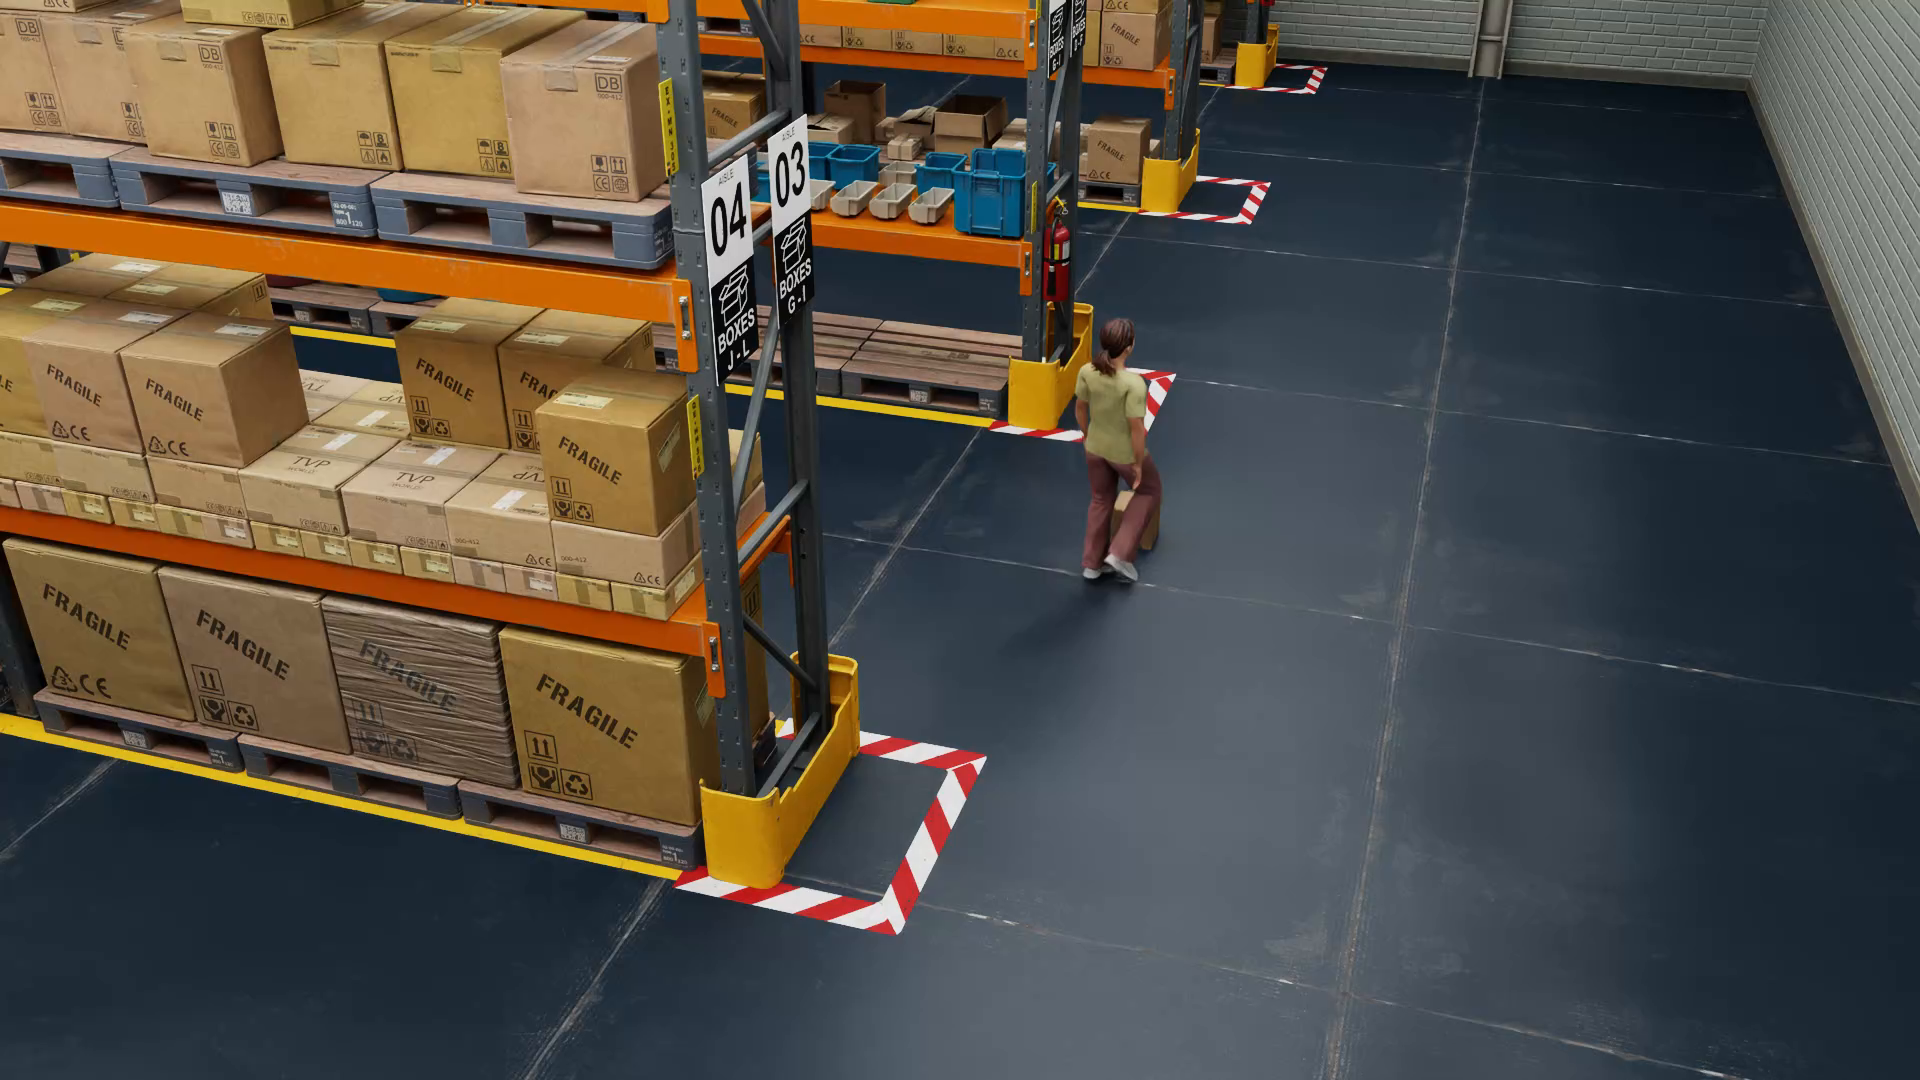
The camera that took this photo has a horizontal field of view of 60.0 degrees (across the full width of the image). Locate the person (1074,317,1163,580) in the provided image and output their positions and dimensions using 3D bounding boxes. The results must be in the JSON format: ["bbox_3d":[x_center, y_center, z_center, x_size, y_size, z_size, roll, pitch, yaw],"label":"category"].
[{"bbox_3d":[0.883,-0.485,9.364,0.485,1.694,0.523,20,35,31],"label":"person"}]
